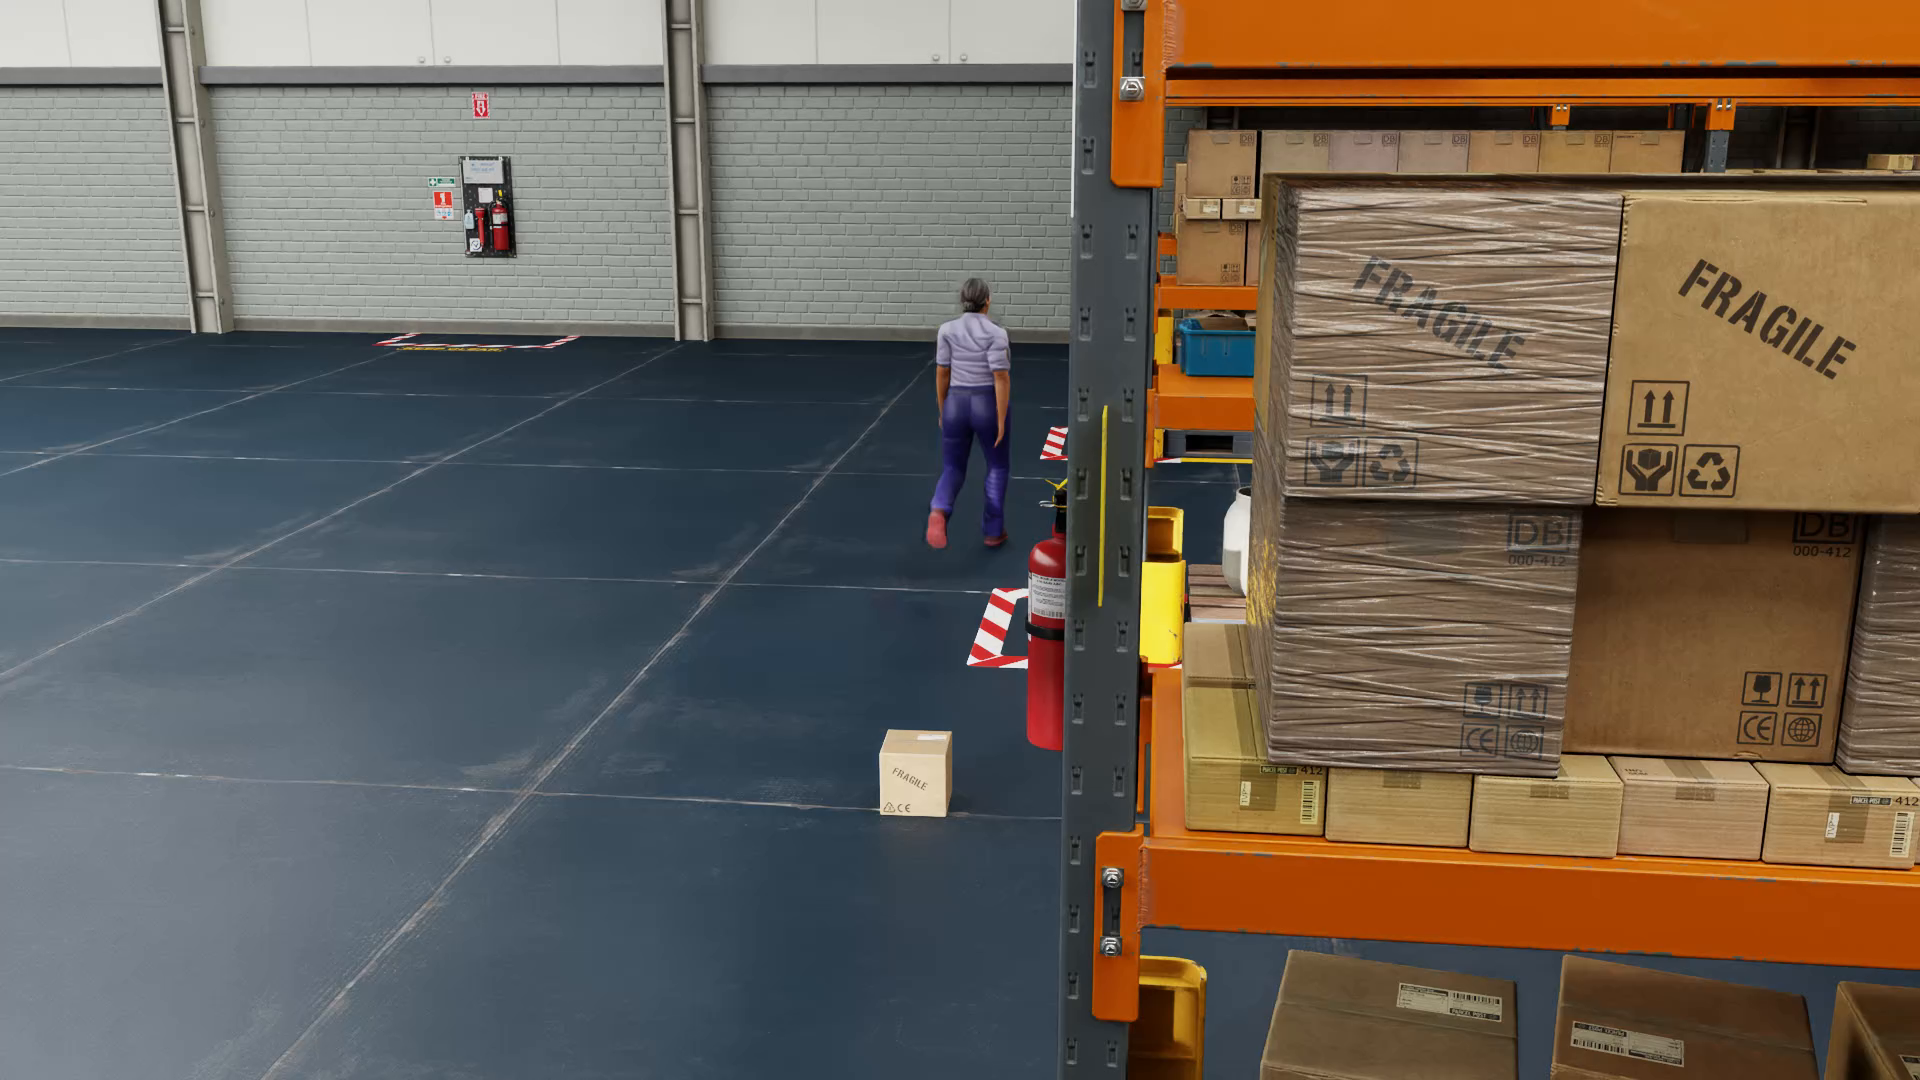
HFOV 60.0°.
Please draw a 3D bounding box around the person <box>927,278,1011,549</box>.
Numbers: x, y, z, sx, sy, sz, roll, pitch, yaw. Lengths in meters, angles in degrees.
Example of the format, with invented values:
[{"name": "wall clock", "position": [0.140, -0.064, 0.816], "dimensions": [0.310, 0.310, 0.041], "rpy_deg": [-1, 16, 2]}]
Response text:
[{"name": "person", "position": [0.075, -0.726, 9.824], "dimensions": [0.471, 1.607, 0.735], "rpy_deg": [4, 15, 16]}]
